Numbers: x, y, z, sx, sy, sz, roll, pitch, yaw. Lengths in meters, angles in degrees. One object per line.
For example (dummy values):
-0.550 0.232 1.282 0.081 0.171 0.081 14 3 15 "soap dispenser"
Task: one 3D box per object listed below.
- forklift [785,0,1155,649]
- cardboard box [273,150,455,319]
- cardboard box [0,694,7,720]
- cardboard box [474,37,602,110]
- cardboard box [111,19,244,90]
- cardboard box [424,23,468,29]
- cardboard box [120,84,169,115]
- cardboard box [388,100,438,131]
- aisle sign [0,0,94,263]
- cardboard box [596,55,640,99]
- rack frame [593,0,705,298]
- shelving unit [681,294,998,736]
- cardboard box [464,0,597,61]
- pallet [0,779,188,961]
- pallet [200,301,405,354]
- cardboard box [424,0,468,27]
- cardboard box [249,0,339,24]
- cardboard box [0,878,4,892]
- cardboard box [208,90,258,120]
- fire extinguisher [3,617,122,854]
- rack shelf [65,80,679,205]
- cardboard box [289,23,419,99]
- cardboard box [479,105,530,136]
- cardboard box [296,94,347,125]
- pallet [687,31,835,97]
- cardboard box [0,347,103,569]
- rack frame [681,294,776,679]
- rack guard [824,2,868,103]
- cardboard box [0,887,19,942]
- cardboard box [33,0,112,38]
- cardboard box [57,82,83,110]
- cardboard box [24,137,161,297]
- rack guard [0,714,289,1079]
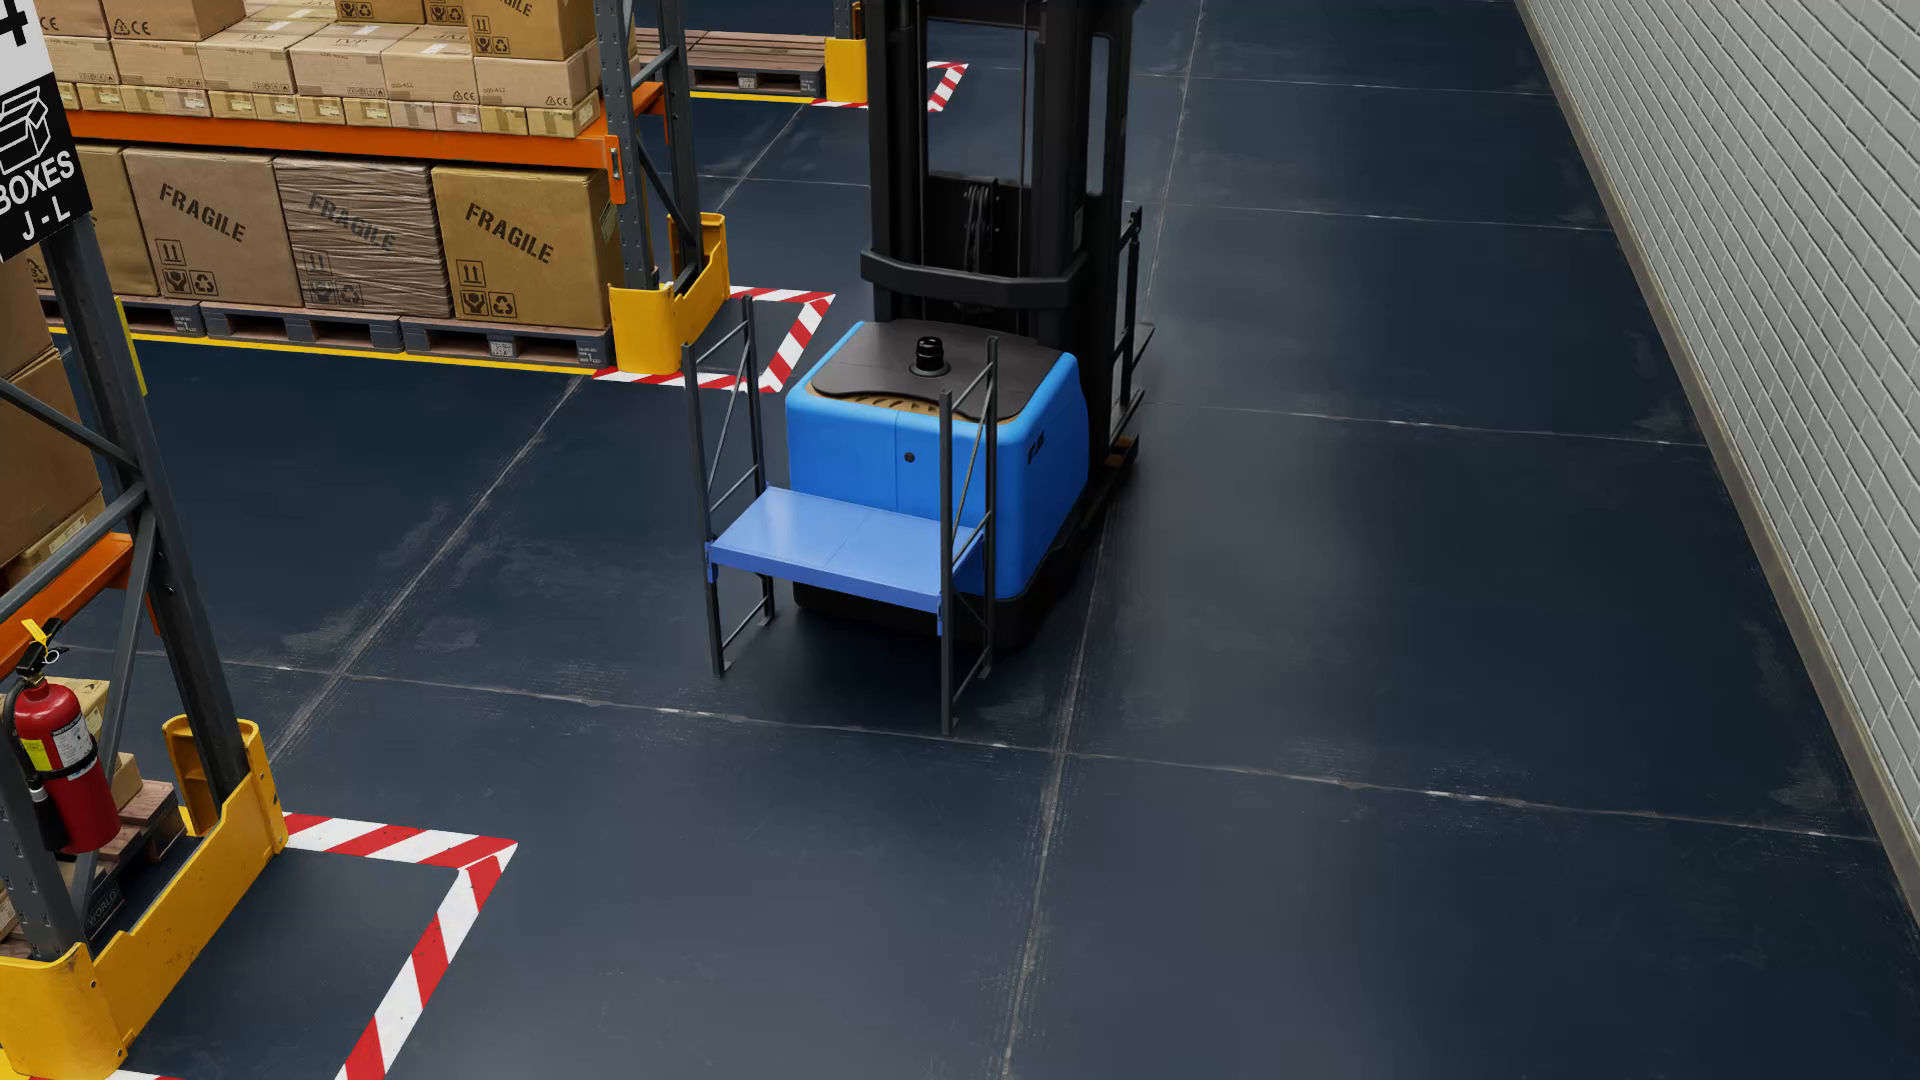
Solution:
0.254 -1.563 7.485 1.130 2.935 3.031 11 34 17 "forklift"
-3.219 -1.874 9.523 0.875 0.875 0.875 5 32 8 "cardboard box"
-3.363 0.677 5.571 0.250 0.149 0.380 6 33 9 "cardboard box"
-2.200 -2.467 8.725 0.500 0.250 0.500 5 32 7 "cardboard box"
-4.201 -2.650 9.018 0.500 0.250 0.500 6 33 9 "cardboard box"
-2.619 -2.789 9.240 0.500 0.250 0.500 5 32 8 "cardboard box"
-4.355 -2.458 9.087 0.250 0.149 0.380 5 32 8 "cardboard box"
-2.835 -2.321 8.868 0.250 0.149 0.380 6 32 9 "cardboard box"
-2.490 -1.167 4.337 0.004 0.787 0.394 5 32 8 "aisle sign"
-1.972 -2.598 9.310 0.250 0.149 0.380 6 32 9 "cardboard box"
-1.678 -2.500 8.917 0.127 3.000 1.000 5 32 8 "rack frame"
-0.437 -0.092 6.483 1.048 1.500 0.538 12 34 18 "shelving unit"
-2.202 -2.786 8.528 0.500 0.500 0.500 6 32 9 "cardboard box"
-3.482 1.169 5.683 1.213 0.211 1.003 5 32 8 "pallet"
-3.678 -1.458 9.881 1.213 0.211 1.003 5 32 8 "pallet"
-2.599 -3.109 9.044 0.500 0.500 0.500 4 32 7 "cardboard box"
-3.629 -2.880 9.385 0.500 0.250 0.500 5 32 7 "cardboard box"
-3.180 1.092 5.190 0.250 0.149 0.380 4 32 7 "cardboard box"
-3.848 -2.412 9.013 0.250 0.149 0.380 4 32 7 "cardboard box"
-2.441 0.540 4.485 0.183 0.674 0.296 5 32 8 "fire extinguisher"
-3.649 -2.373 9.393 4.000 0.370 1.077 5 32 8 "rack shelf"
-3.202 -2.558 8.870 0.500 0.250 0.500 4 32 7 "cardboard box"
-2.341 -2.275 8.795 0.250 0.149 0.380 6 32 9 "cardboard box"
-3.347 -2.366 8.940 0.250 0.149 0.380 5 32 8 "cardboard box"
-1.651 -4.002 13.945 1.213 0.211 1.003 5 32 8 "pallet"
-3.008 -0.268 4.976 0.500 0.500 0.500 7 33 11 "cardboard box"
-0.910 -0.192 6.643 0.032 1.500 0.500 12 34 18 "rack frame"
-0.819 -4.035 13.726 0.348 0.500 1.175 5 32 8 "rack guard"
-3.166 1.178 5.333 0.250 0.149 0.380 6 32 9 "cardboard box"
-4.708 -3.013 8.890 0.500 0.500 0.500 5 32 8 "cardboard box"
-4.867 -2.503 9.159 0.250 0.149 0.380 6 33 10 "cardboard box"
-4.984 -2.034 9.778 0.875 0.875 0.875 5 32 8 "cardboard box"
-2.687 1.138 5.461 0.348 0.500 1.175 5 32 8 "rack guard"
